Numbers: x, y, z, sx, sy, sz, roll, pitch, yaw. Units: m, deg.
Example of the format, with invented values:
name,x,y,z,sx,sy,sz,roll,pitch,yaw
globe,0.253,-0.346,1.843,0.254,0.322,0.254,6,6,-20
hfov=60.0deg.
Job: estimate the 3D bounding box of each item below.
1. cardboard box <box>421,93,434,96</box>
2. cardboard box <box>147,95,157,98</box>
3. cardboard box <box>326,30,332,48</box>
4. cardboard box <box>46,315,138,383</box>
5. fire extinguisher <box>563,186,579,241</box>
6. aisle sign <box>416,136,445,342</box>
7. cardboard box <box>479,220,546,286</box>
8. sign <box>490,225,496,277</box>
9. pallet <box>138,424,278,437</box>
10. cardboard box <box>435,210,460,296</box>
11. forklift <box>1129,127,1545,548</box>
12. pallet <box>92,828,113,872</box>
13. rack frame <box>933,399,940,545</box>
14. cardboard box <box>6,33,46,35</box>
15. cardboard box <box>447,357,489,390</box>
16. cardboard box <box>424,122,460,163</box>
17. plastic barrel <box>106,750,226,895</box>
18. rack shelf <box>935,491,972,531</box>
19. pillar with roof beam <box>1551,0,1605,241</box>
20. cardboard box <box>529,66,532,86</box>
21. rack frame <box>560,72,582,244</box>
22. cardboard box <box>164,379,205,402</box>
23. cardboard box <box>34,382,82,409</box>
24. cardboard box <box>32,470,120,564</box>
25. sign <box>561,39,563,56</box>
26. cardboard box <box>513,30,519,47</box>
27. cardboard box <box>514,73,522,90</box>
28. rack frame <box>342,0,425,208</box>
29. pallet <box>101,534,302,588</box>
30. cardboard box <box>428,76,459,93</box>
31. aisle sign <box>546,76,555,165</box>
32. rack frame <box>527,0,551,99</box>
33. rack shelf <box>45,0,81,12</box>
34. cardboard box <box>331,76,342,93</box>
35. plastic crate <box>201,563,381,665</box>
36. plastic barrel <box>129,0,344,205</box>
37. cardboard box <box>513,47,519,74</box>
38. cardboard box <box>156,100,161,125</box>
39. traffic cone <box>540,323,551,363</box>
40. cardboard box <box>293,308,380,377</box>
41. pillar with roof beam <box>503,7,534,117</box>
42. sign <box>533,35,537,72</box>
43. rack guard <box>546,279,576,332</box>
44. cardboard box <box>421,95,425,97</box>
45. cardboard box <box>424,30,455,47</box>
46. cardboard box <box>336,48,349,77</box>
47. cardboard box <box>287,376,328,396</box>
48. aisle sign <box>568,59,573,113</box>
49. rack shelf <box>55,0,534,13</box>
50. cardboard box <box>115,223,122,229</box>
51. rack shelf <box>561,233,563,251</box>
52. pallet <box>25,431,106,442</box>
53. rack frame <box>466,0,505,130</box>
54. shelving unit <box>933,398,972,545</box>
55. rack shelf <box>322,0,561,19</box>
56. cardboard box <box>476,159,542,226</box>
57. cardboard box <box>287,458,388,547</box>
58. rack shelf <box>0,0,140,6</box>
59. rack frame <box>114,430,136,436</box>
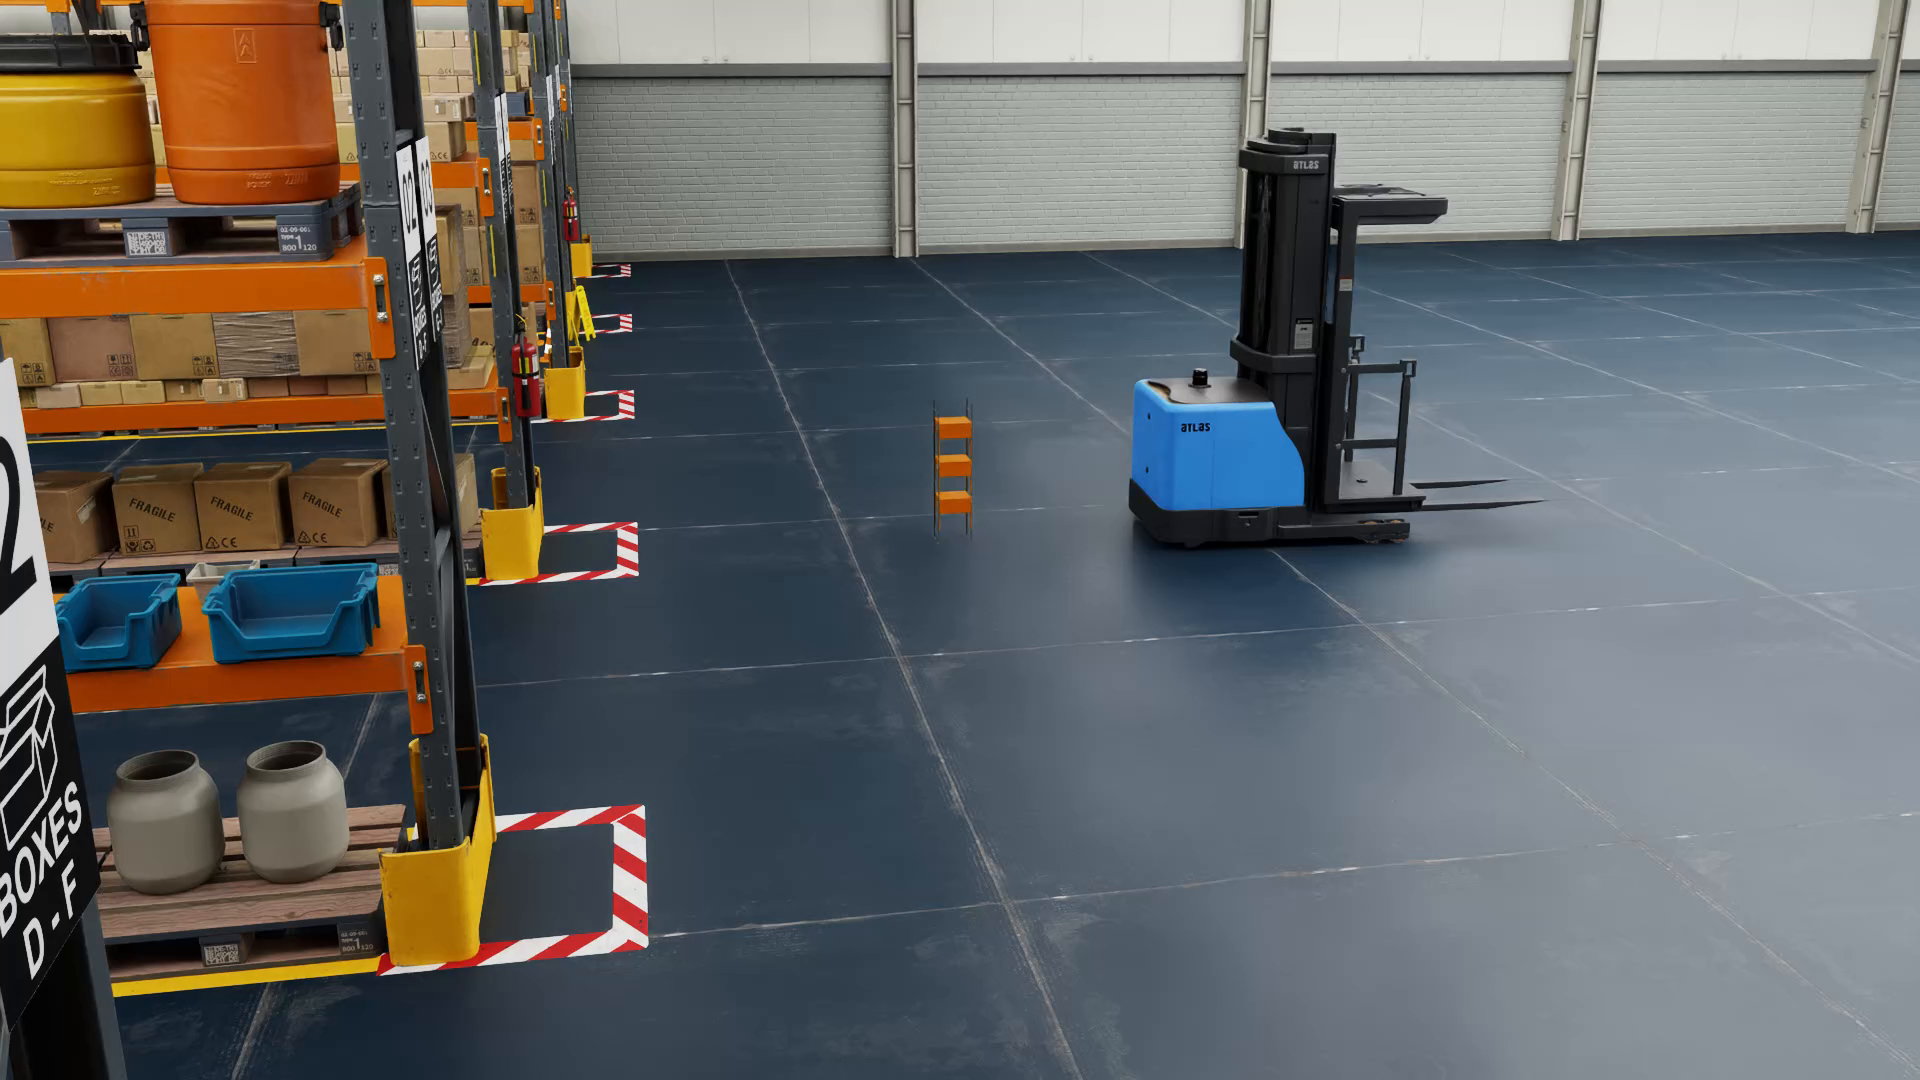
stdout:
name,x,y,z,sx,sy,sz,roll,pitch,yaw
cardboard box,-3.704,-2.950,11.275,0.250,0.149,0.380,-3,17,-9
cardboard box,-5.206,-2.828,10.879,0.250,0.149,0.380,-4,18,-12
cardboard box,-5.723,-4.510,14.961,0.250,0.149,0.380,-3,17,-10
cardboard box,-5.622,-1.381,11.024,0.500,0.500,0.875,-3,17,-10
fire extinguisher,-4.798,-4.026,20.442,0.183,0.674,0.296,-3,17,-10
aisle sign,-2.163,-1.236,6.799,0.004,0.787,0.394,-3,17,-10
cardboard box,-4.315,-2.806,16.083,0.550,0.550,0.875,-3,17,-10
sign,-3.032,-1.876,10.800,0.005,0.325,0.100,-3,17,-10
pallet,-7.125,-1.232,15.963,1.213,0.211,1.003,-3,17,-10
cardboard box,-3.611,-1.898,11.004,0.500,0.500,0.500,-3,17,-10
forklift,2.868,-1.522,12.275,3.031,2.935,1.130,-2,17,-8
pallet,-4.237,1.557,6.883,1.213,0.211,1.003,-3,17,-10
rack frame,-0.172,-0.492,12.126,0.008,1.050,0.200,-3,17,-10
cardboard box,-13.040,-6.875,23.421,0.500,0.500,0.500,-3,17,-10
cardboard box,-3.358,-1.137,11.332,0.250,0.149,0.380,-3,17,-10
cardboard box,-3.543,-2.594,10.797,0.500,0.250,0.500,-3,17,-9
plastic barrel,-3.302,1.171,6.914,0.421,0.512,0.421,0,17,0
rack shelf,-0.053,-0.223,12.233,0.240,0.259,0.215,-3,17,-10
pillar with roof beam,11.693,-8.470,24.563,0.400,9.000,9.100,-3,17,-10
cardboard box,-5.542,-5.742,20.539,0.500,0.250,0.500,-4,17,-11
rack frame,-5.943,-5.620,25.500,0.127,3.000,1.000,-3,17,-10
cardboard box,-5.070,-1.029,10.982,0.250,0.149,0.380,-3,17,-10
cardboard box,-5.792,-0.966,10.775,0.250,0.149,0.380,-3,17,-10
cardboard box,-6.083,-0.160,11.267,0.500,0.500,0.500,2,17,7
sign,-5.853,-7.282,24.430,0.005,0.325,0.100,-3,17,-10
cardboard box,-4.347,-4.785,15.856,0.250,0.149,0.380,-3,17,-10
cardboard box,-4.357,-4.404,15.973,0.250,0.149,0.380,-3,17,-10
rack frame,-2.178,-2.772,6.011,0.127,3.000,1.000,-3,17,-10
pallet,-5.192,0.107,11.604,1.213,0.211,1.003,-3,17,-10
cardboard box,-4.721,-4.186,15.264,0.250,0.149,0.380,-3,17,-10
aisle sign,-3.833,-3.928,15.564,0.004,0.787,0.394,-3,17,-10
rack frame,-3.959,-5.636,15.334,0.127,3.000,1.000,-3,17,-10
rack shelf,-9.850,-4.766,14.410,4.000,0.370,1.077,-3,17,-10
cardboard box,-5.719,-4.129,15.080,0.250,0.149,0.380,-3,17,-10
plastic crate,-2.612,0.281,6.542,0.616,0.251,0.499,-3,17,-10
plastic barrel,-2.631,-1.681,6.120,0.708,0.830,0.600,-3,17,-10
cardboard box,-4.482,-4.568,15.830,0.500,0.250,0.500,-3,17,-11
cardboard box,-4.888,-2.708,10.486,0.250,0.149,0.380,-4,18,-13
traffic cone,-4.630,-2.280,18.946,0.334,0.463,0.336,-3,17,-10
cardboard box,-4.131,-1.437,11.205,0.500,0.500,0.875,-3,17,-10
pillar with roof beam,-5.981,-7.468,21.299,0.400,9.000,9.100,-3,17,-10
sign,-3.870,-4.430,15.144,0.005,0.325,0.100,-3,17,-10
rack guard,-5.072,-2.990,21.195,0.348,0.500,1.175,-3,17,-10
cardboard box,-3.609,-2.799,10.784,0.250,0.149,0.380,-4,17,-12
cardboard box,-4.722,-4.567,15.148,0.250,0.149,0.380,-3,17,-10
cardboard box,-5.371,-4.358,15.145,0.500,0.250,0.500,-3,17,-11
cardboard box,-4.341,-1.083,11.157,0.250,0.149,0.380,-3,17,-10
aisle sign,-5.822,-6.782,24.855,0.004,0.787,0.394,-3,17,-10
rack shelf,-5.923,-4.989,15.135,4.000,0.370,1.077,-3,17,-10
cardboard box,-5.084,-1.816,10.737,0.500,0.500,0.500,-3,17,-10
rack shelf,-6.961,-3.734,20.585,4.000,0.370,1.077,-3,17,-10
pallet,-8.630,-1.147,15.688,1.213,0.211,1.003,-3,17,-10
rack frame,-3.117,-4.200,10.660,0.127,3.000,1.000,-3,17,-10
shelving unit,-0.053,-0.499,12.148,0.252,1.050,0.215,-3,17,-10
rack shelf,-7.906,-7.841,24.421,4.000,0.370,1.077,-3,17,-10
cardboard box,-4.331,-3.346,16.003,0.550,0.550,0.875,-3,17,-10
cardboard box,-4.314,-0.265,11.608,0.500,0.500,0.500,1,17,4
rack shelf,-11.834,-7.618,23.696,4.000,0.370,1.077,-3,17,-10
rack frame,-7.886,-2.545,15.489,0.127,3.000,1.000,-3,17,-10
